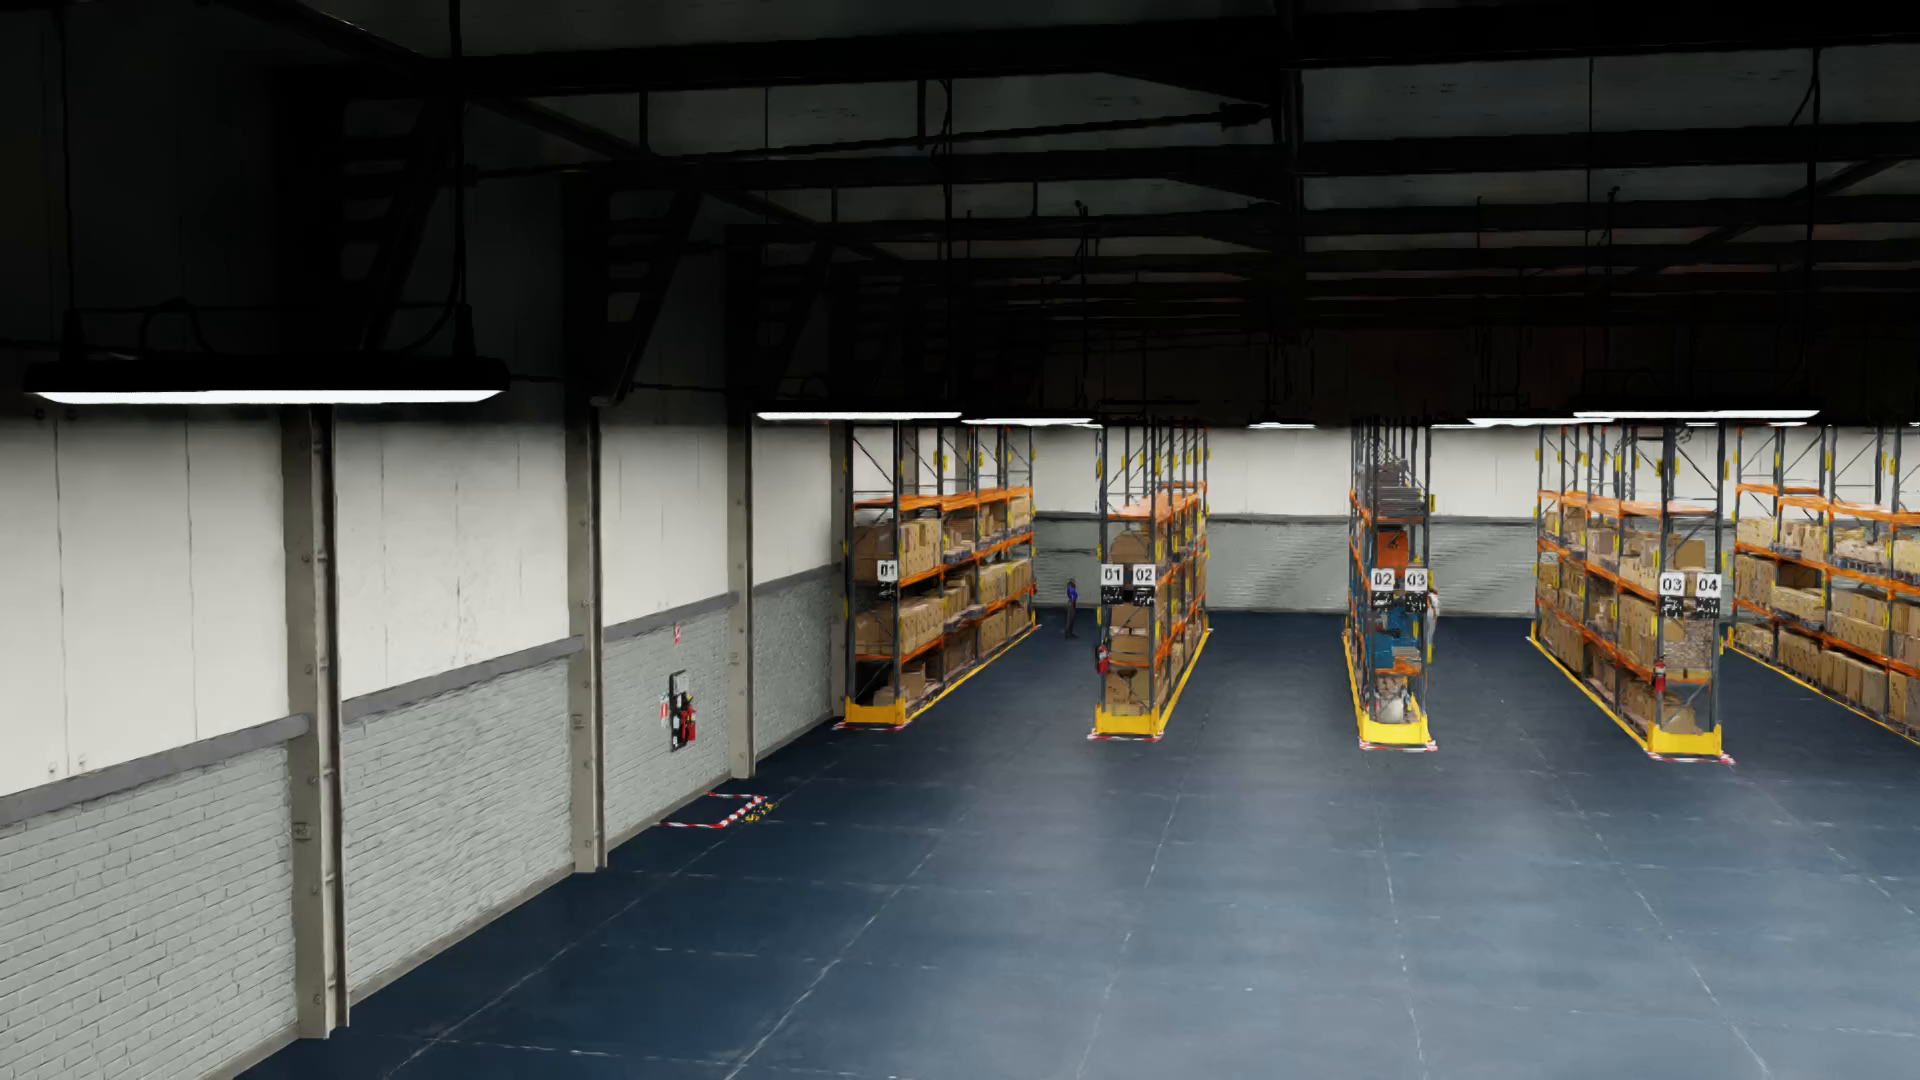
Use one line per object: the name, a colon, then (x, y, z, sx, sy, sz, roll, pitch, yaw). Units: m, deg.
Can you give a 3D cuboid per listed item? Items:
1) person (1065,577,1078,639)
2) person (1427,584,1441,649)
person: (3.055, 1.844, 45.539, 0.370, 1.663, 0.605, 0, 4, 1)
person: (12.320, 1.987, 43.400, 0.393, 1.674, 0.636, 0, 4, 3)
